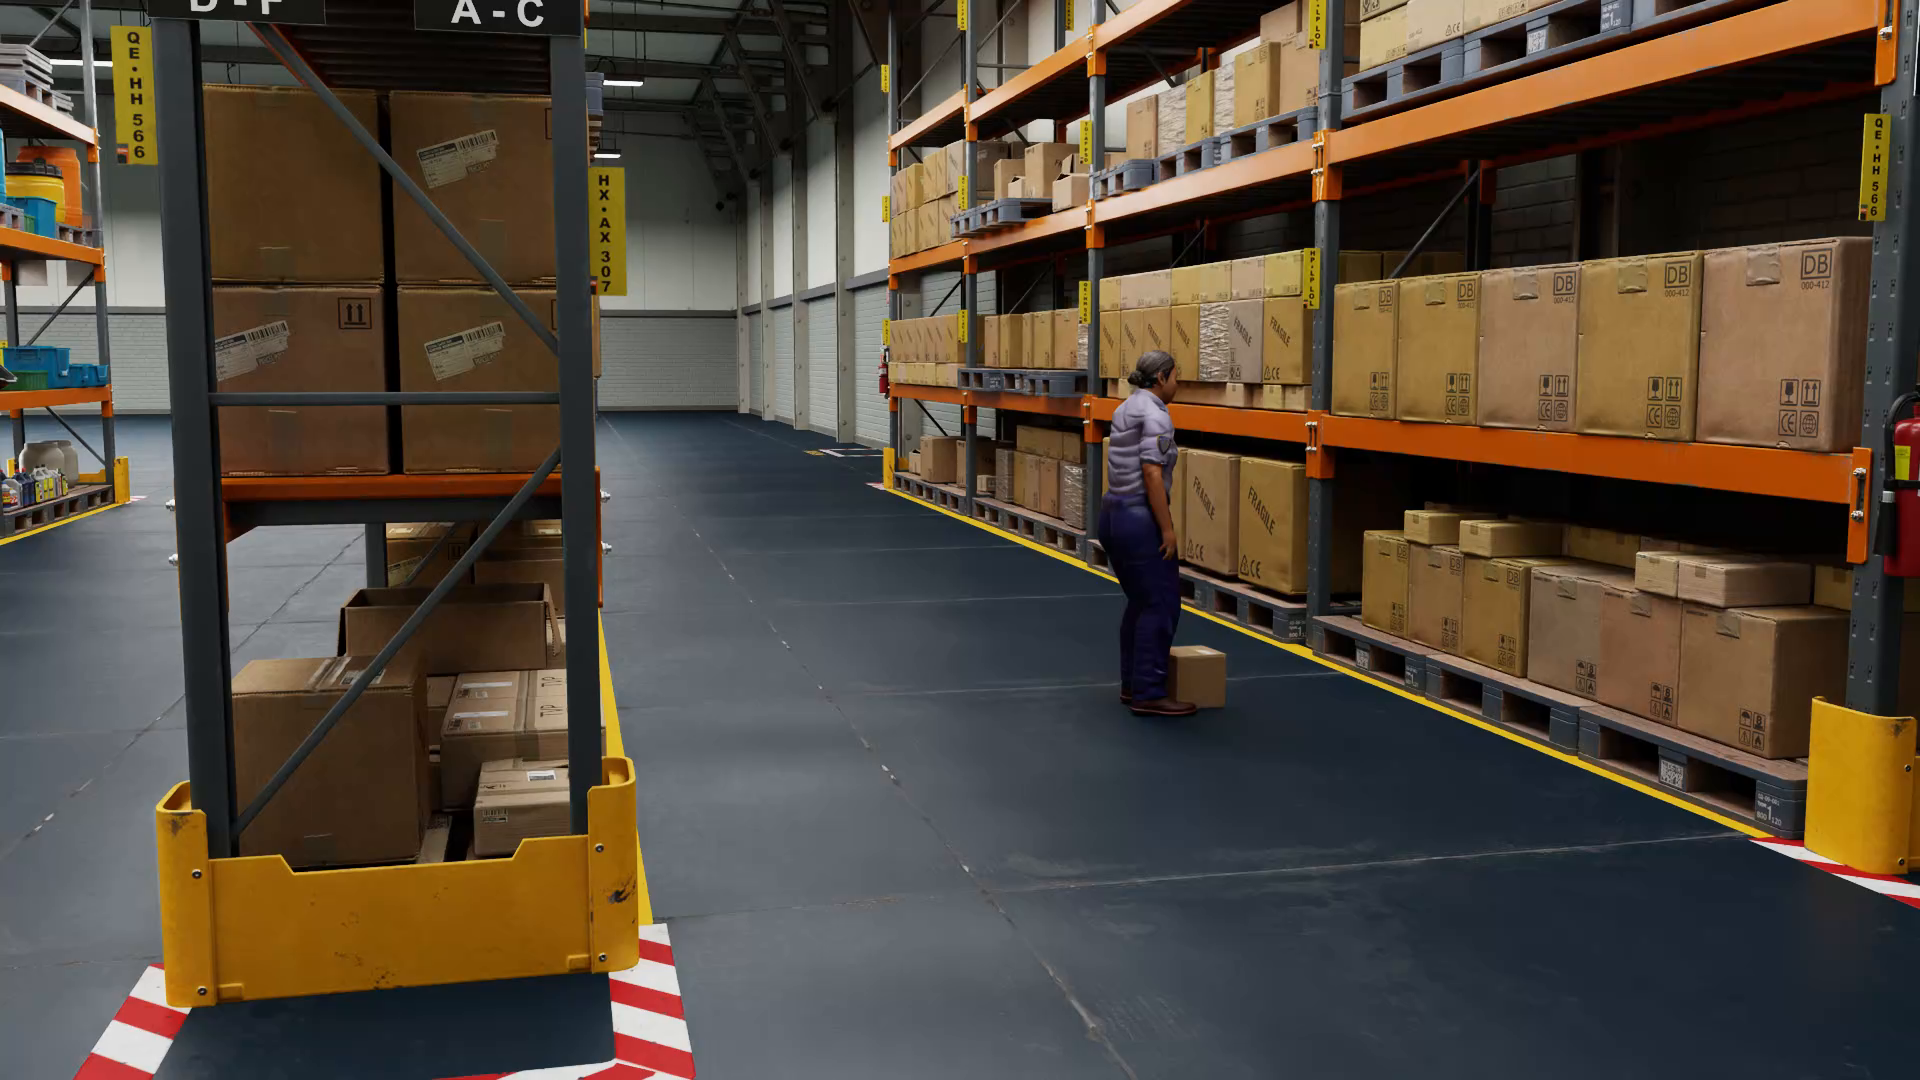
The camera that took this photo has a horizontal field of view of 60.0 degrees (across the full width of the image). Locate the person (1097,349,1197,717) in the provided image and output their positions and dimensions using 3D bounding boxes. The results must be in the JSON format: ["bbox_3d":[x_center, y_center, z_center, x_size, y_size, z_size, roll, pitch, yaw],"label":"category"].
[{"bbox_3d":[0.868,-0.046,7.648,0.424,1.650,0.546,-2,6,-16],"label":"person"}]
